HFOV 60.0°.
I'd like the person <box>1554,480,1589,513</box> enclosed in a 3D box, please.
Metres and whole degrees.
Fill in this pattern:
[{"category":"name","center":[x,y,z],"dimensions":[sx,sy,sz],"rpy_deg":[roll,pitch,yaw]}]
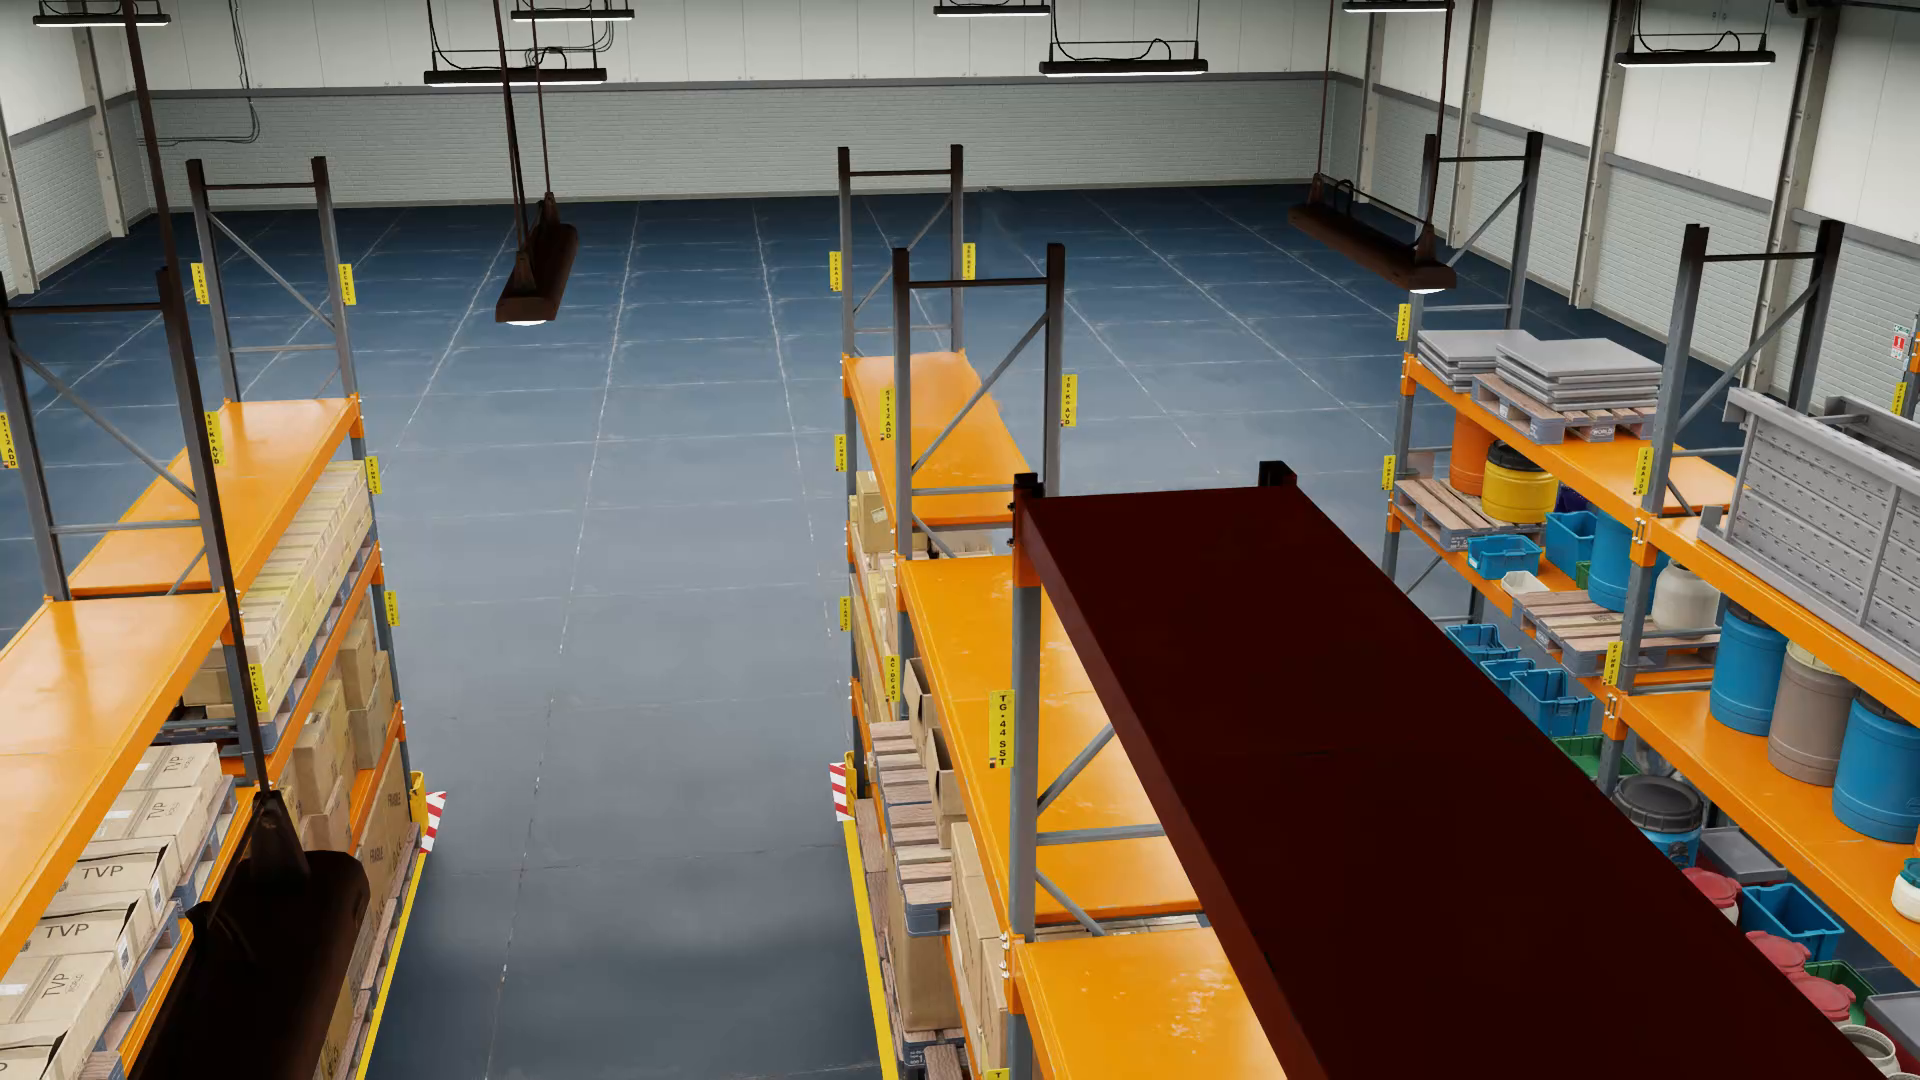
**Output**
[{"category":"person","center":[7.634,-0.517,20.703],"dimensions":[0.798,1.696,0.586],"rpy_deg":[3,22,8]}]

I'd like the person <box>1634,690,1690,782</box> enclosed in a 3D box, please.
[{"category":"person","center":[6.340,1.739,15.071],"dimensions":[0.554,1.624,0.777],"rpy_deg":[-3,22,-8]}]
